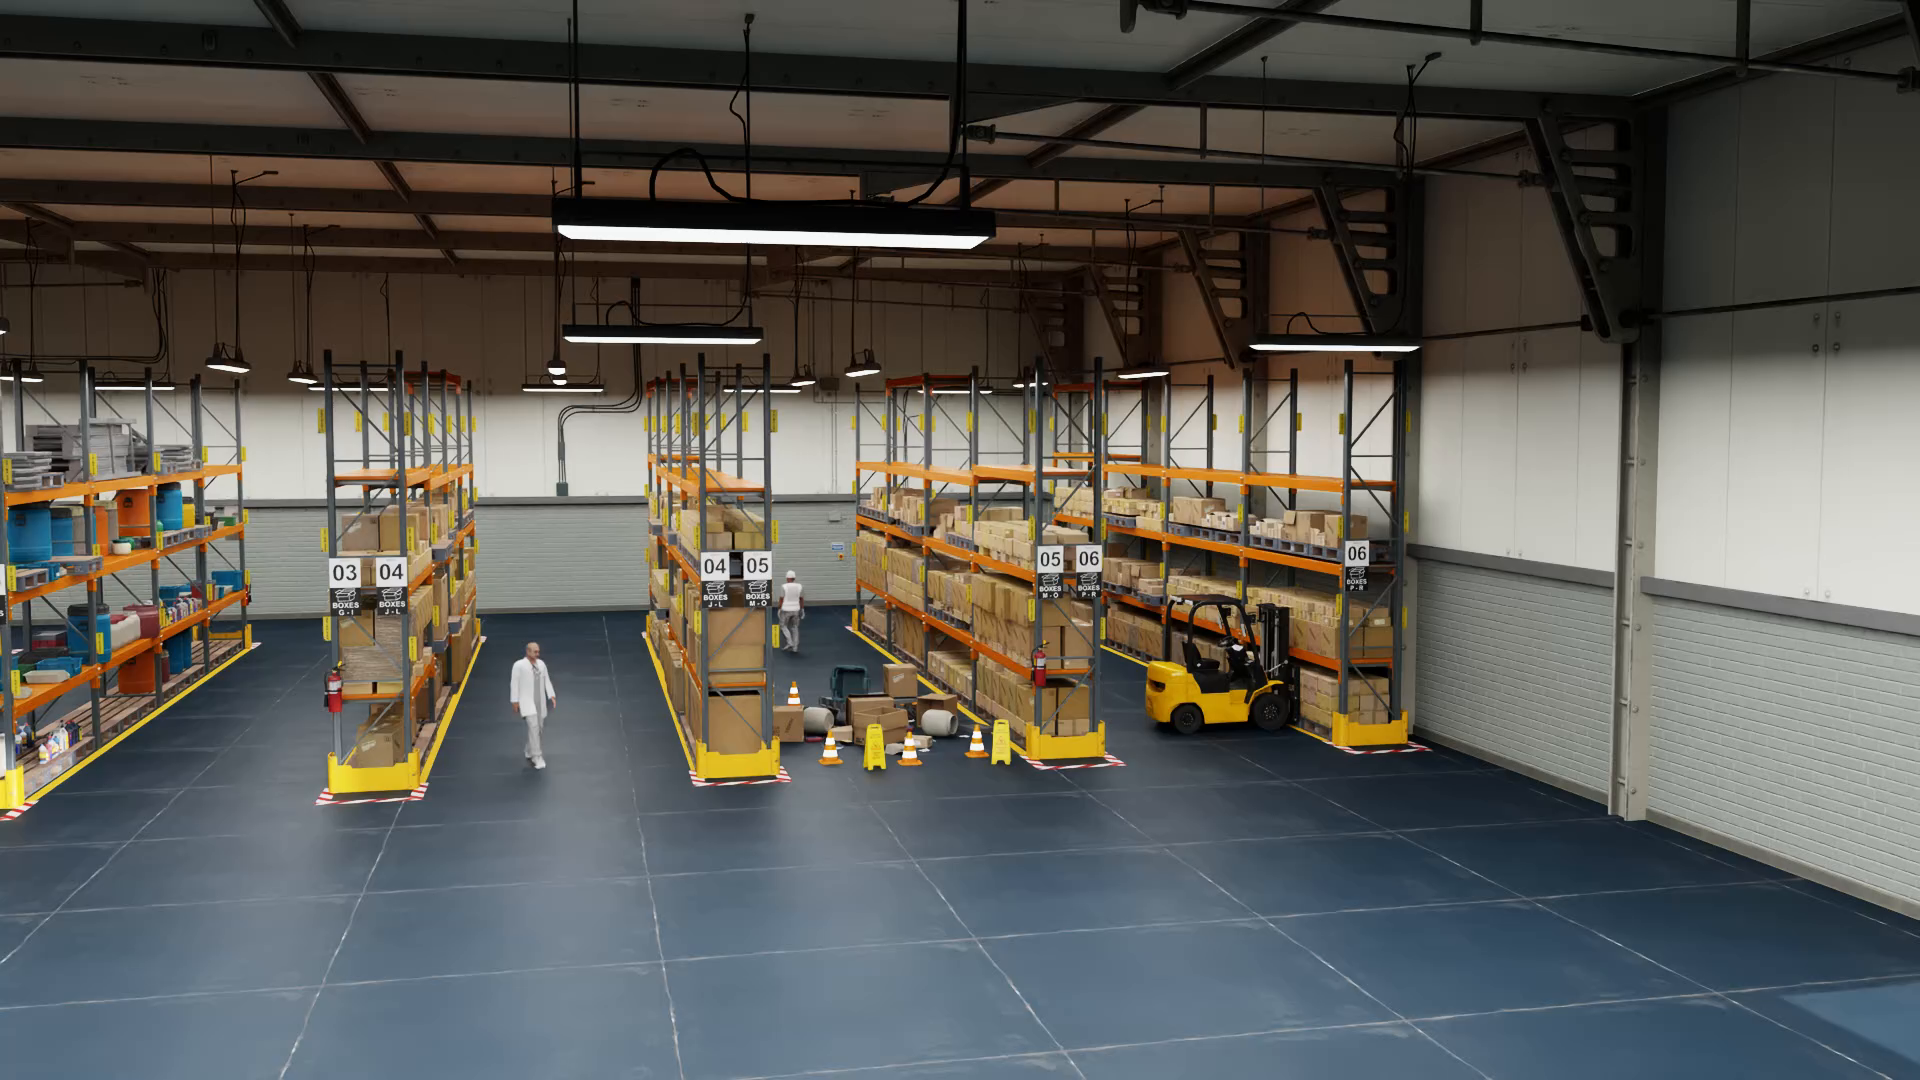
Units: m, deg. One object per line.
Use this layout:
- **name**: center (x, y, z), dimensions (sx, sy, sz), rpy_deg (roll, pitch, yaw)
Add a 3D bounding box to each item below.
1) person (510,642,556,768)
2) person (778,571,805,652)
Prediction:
- **person**: center (-6.246, 2.421, 24.565), dimensions (0.814, 1.792, 0.605), rpy_deg (3, 5, 40)
- **person**: center (-3.703, 1.568, 36.551), dimensions (0.603, 1.787, 0.492), rpy_deg (-2, 4, -28)
